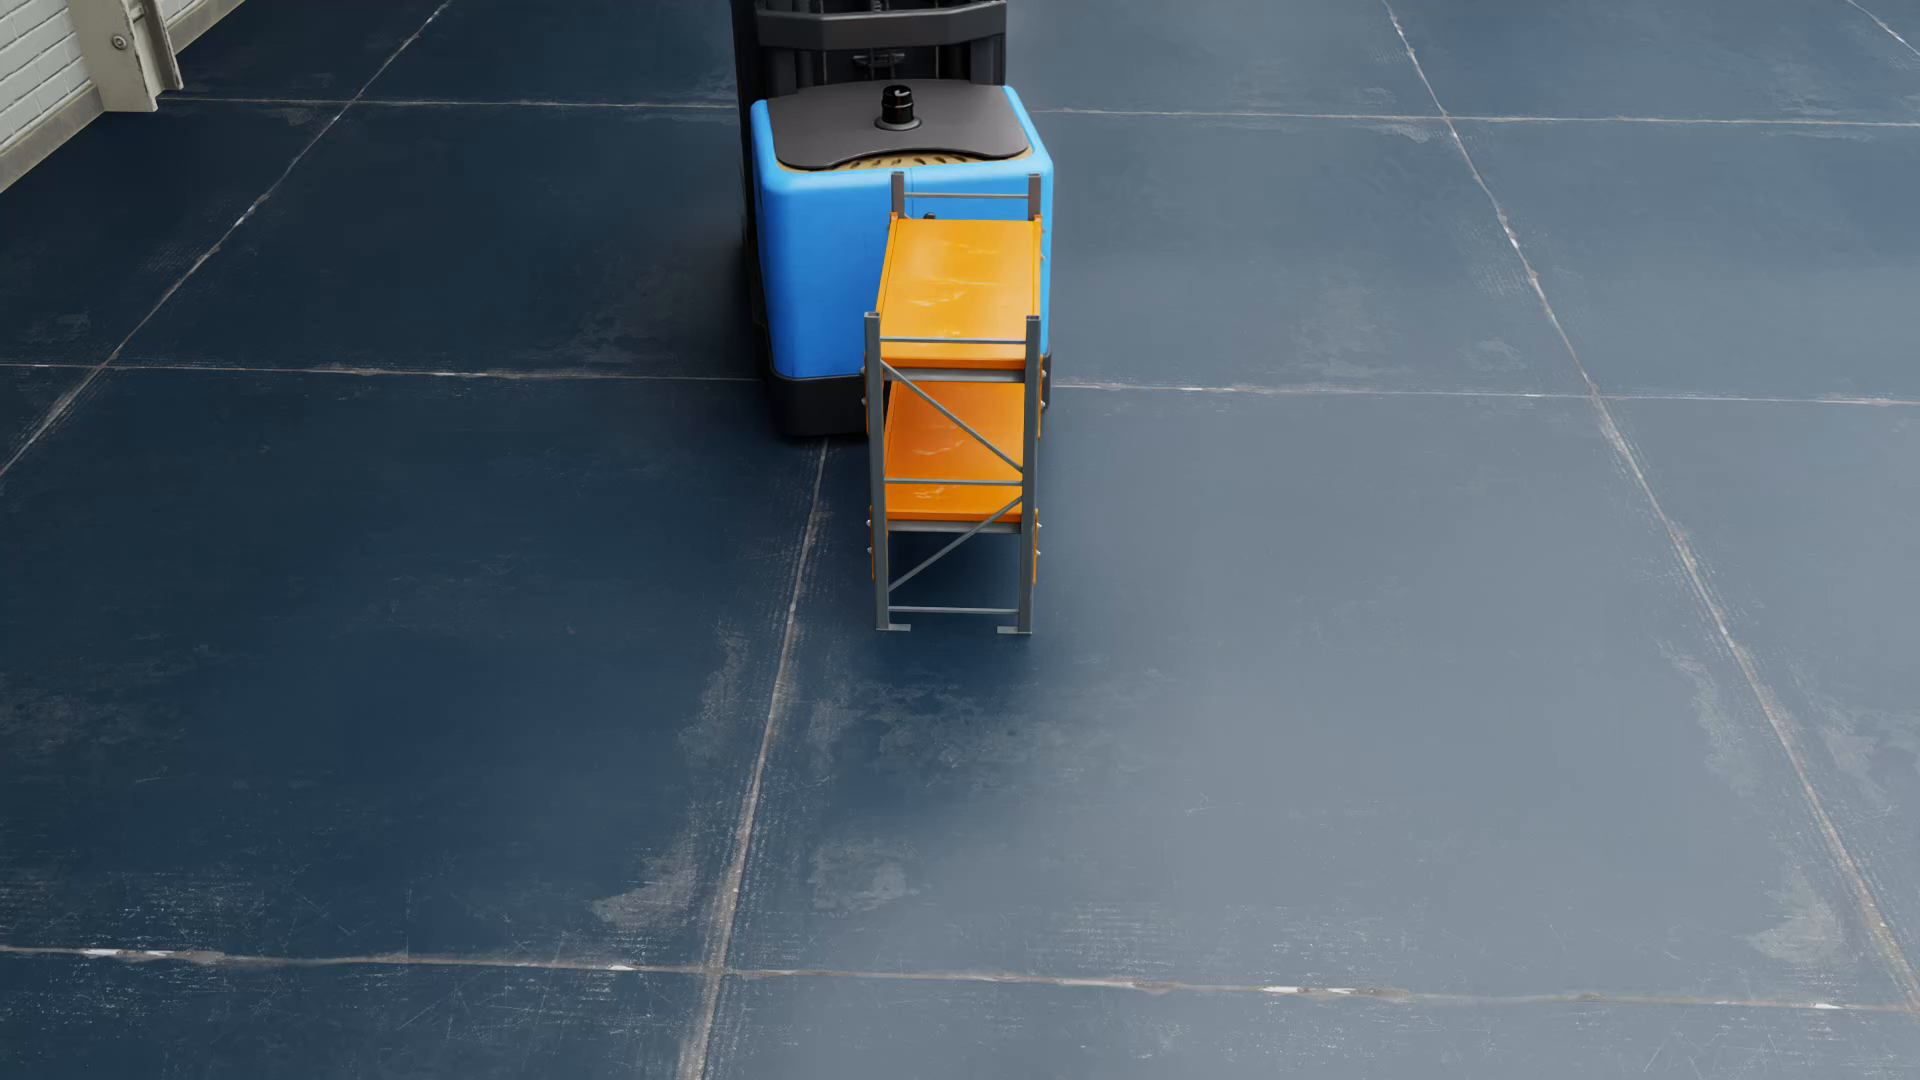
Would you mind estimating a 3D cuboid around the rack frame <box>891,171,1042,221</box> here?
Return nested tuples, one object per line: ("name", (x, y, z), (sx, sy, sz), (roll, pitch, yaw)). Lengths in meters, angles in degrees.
("rack frame", (0.021, -0.756, 5.848), (0.500, 1.125, 0.032), (1, 35, 2))

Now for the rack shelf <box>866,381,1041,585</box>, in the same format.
("rack shelf", (0.000, -0.264, 5.573), (0.538, 0.278, 1.000), (1, 35, 2))

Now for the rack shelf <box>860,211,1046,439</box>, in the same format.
("rack shelf", (0.000, -0.704, 5.264), (0.538, 0.278, 1.000), (1, 35, 2))

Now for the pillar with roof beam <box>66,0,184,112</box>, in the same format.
("pillar with roof beam", (-0.246, -6.037, 6.514), (9.100, 9.000, 0.400), (1, 35, 2))

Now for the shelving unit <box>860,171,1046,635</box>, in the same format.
("shelving unit", (0.000, -0.464, 5.432), (0.538, 1.125, 1.048), (1, 35, 2))

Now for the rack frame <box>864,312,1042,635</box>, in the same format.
("rack frame", (-0.020, -0.172, 5.017), (0.500, 1.125, 0.032), (1, 35, 2))

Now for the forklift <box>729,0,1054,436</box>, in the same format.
("forklift", (-0.397, -2.422, 6.648), (1.130, 2.935, 3.031), (-5, 35, -7))
